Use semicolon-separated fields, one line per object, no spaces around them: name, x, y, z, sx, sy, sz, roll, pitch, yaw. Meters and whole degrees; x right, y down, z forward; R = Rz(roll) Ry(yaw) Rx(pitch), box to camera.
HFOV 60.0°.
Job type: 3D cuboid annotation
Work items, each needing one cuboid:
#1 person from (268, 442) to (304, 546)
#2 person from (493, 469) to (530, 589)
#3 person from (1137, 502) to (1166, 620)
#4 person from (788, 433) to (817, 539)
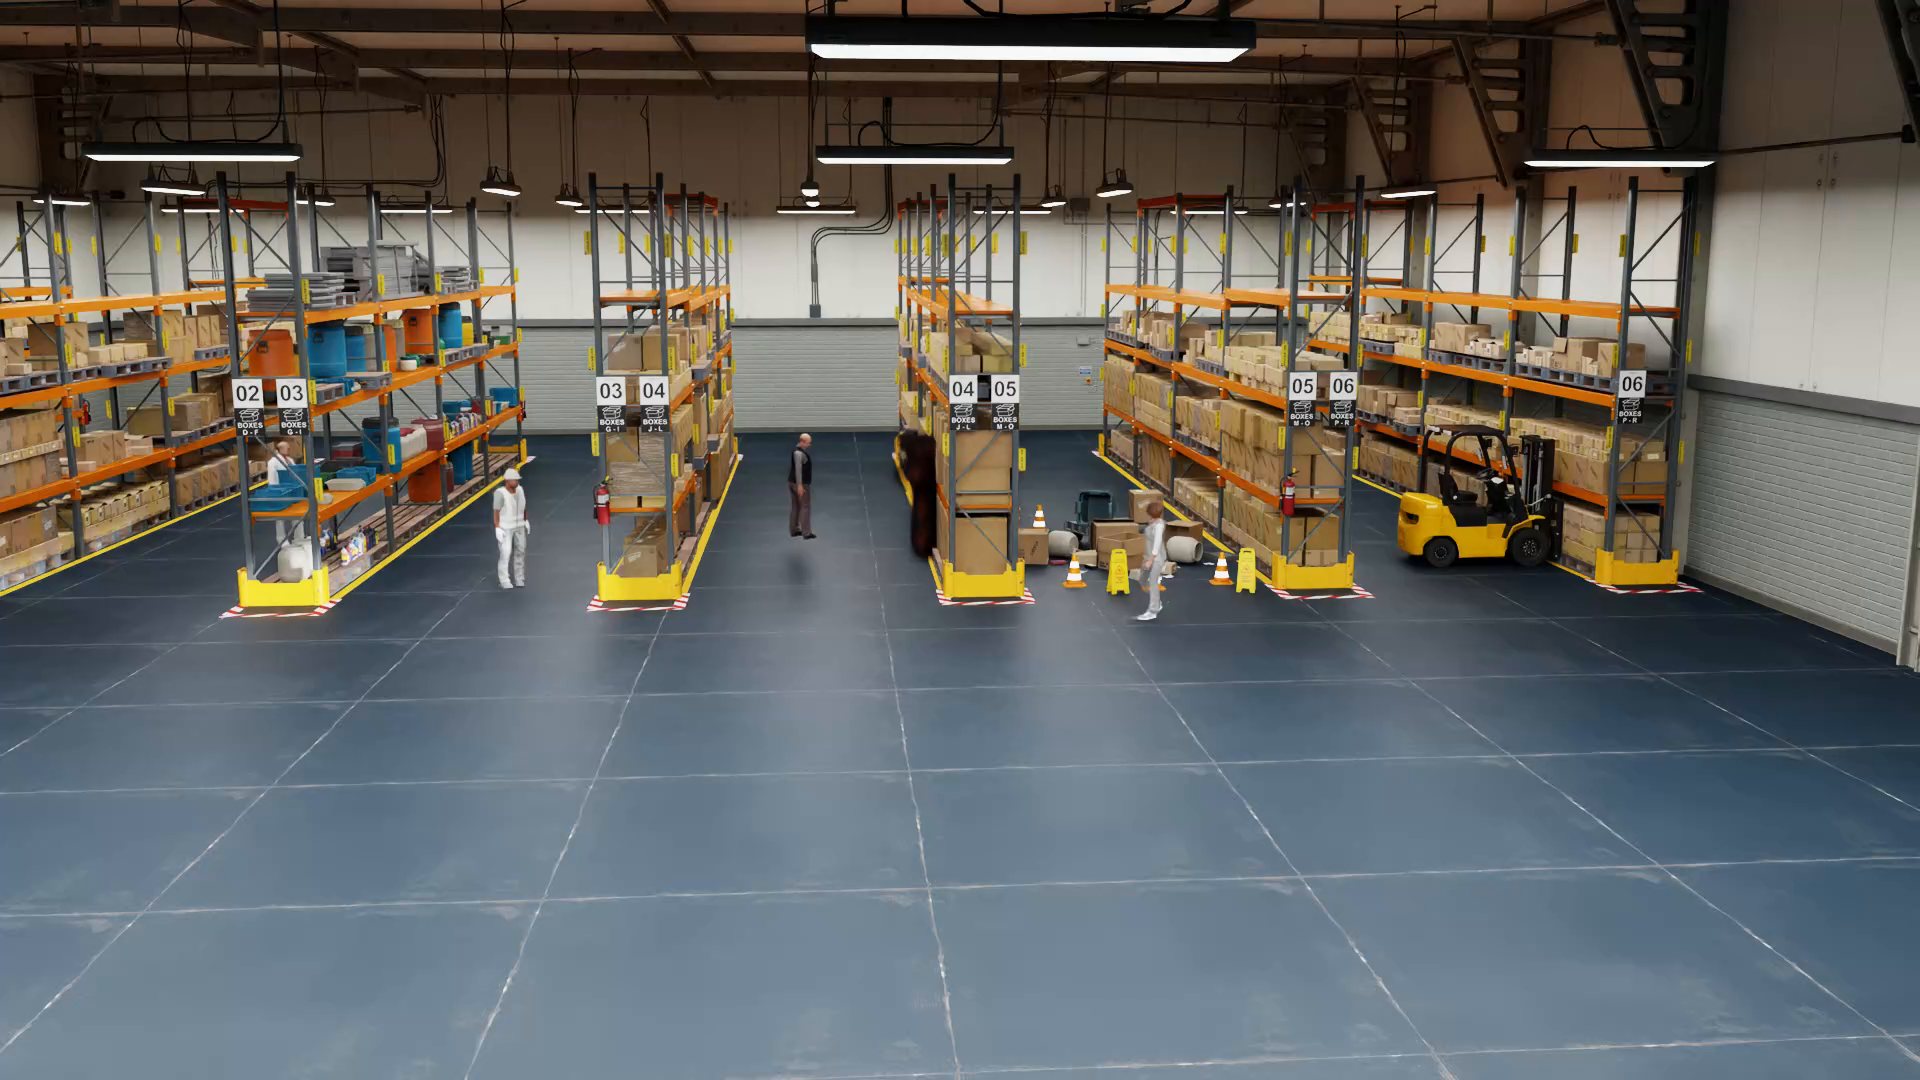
person;-11.292;-0.756;27.883;0.663;1.779;0.613;9;13;41
person;-6.630;-0.175;24.605;0.451;1.792;0.588;8;13;37
person;2.591;0.283;22.518;0.425;1.615;0.476;-3;10;-14
person;-2.567;-0.884;27.052;0.429;1.705;0.551;-4;11;-23
